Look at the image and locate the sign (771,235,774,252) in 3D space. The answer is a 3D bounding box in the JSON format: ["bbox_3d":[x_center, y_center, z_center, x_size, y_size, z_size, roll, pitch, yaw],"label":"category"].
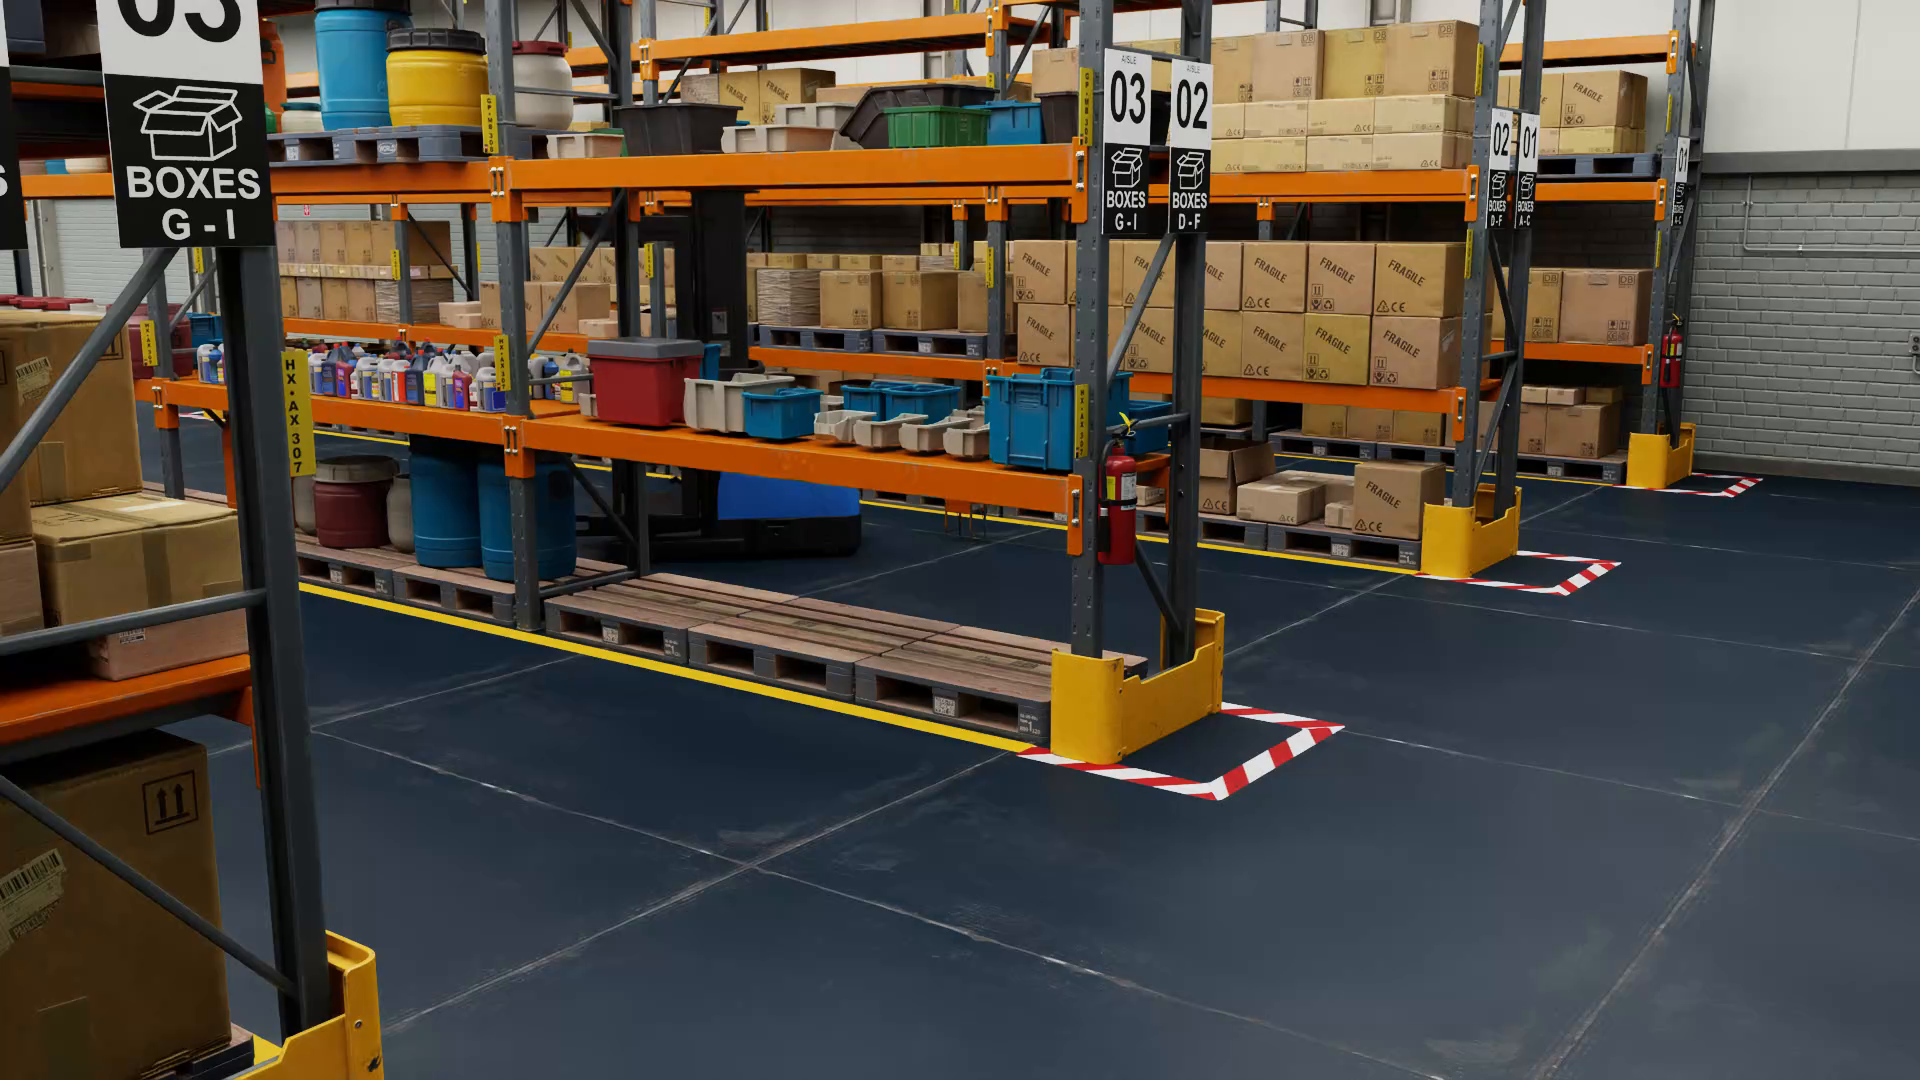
[{"bbox_3d":[-2.624,-4.059,23.063,0.005,0.325,0.100,8,13,36],"label":"sign"}]

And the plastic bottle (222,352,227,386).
[{"bbox_3d":[-5.194,-1.239,11.844,0.133,0.283,0.061,8,13,36],"label":"plastic bottle"}]

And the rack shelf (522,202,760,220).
[{"bbox_3d":[-4.561,-4.749,23.678,4.000,0.370,1.077,8,13,36],"label":"rack shelf"}]

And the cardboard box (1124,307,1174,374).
[{"bbox_3d":[1.636,-1.583,13.052,0.500,0.500,0.500,8,13,35],"label":"cardboard box"}]

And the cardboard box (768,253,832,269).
[{"bbox_3d":[-2.113,-3.544,22.027,0.500,0.500,0.700,10,15,41],"label":"cardboard box"}]

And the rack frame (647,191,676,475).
[{"bbox_3d":[-2.654,-2.196,16.485,0.127,3.000,1.000,8,13,36],"label":"rack frame"}]

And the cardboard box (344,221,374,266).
[{"bbox_3d":[-6.648,-3.438,19.223,0.500,0.500,0.700,8,13,35],"label":"cardboard box"}]

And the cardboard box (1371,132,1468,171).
[{"bbox_3d":[3.223,-2.713,11.655,0.500,0.250,0.500,8,13,36],"label":"cardboard box"}]

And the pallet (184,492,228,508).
[{"bbox_3d":[-6.191,-0.162,13.313,1.213,0.211,1.003,8,13,36],"label":"pallet"}]

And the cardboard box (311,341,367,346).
[{"bbox_3d":[-7.679,-2.195,20.639,0.500,0.500,0.500,8,13,36],"label":"cardboard box"}]

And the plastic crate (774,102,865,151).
[{"bbox_3d":[-0.745,-2.250,9.177,0.530,0.282,0.437,8,13,36],"label":"plastic crate"}]

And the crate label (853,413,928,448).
[{"bbox_3d":[-0.370,-0.565,8.591,0.243,0.136,0.396,8,13,36],"label":"crate label"}]

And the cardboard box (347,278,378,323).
[{"bbox_3d":[-6.669,-2.802,19.355,0.500,0.500,0.700,8,13,35],"label":"cardboard box"}]

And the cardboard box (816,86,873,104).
[{"bbox_3d":[-0.870,-3.741,14.941,0.600,0.600,0.600,7,13,33],"label":"cardboard box"}]

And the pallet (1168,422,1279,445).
[{"bbox_3d":[2.832,-1.212,18.736,1.213,0.211,1.003,8,13,36],"label":"pallet"}]

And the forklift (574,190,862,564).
[{"bbox_3d":[-2.296,-1.369,12.391,3.031,2.935,1.130,-2,11,-8],"label":"forklift"}]

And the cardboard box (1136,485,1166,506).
[{"bbox_3d":[1.483,-0.396,13.478,0.250,0.166,0.380,8,13,36],"label":"cardboard box"}]

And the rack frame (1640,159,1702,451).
[{"bbox_3d":[6.723,-2.056,15.758,0.127,3.000,1.000,8,13,36],"label":"rack frame"}]

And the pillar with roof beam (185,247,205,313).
[{"bbox_3d":[-17.317,-7.544,28.331,0.548,9.000,9.100,8,13,36],"label":"pillar with roof beam"}]

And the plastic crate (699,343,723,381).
[{"bbox_3d":[-1.787,-1.010,10.238,0.575,0.384,0.392,8,13,36],"label":"plastic crate"}]

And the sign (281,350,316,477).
[{"bbox_3d":[-1.740,-0.329,4.345,0.005,0.325,0.100,8,13,36],"label":"sign"}]

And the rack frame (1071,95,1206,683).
[{"bbox_3d":[0.859,-0.539,7.919,0.127,3.000,1.000,8,13,36],"label":"rack frame"}]

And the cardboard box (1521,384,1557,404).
[{"bbox_3d":[5.682,-1.432,16.300,0.250,0.149,0.380,8,14,37],"label":"cardboard box"}]

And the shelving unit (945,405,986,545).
[{"bbox_3d":[0.043,-0.509,12.899,0.252,1.050,0.215,8,13,36],"label":"shelving unit"}]

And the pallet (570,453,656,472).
[{"bbox_3d":[-3.295,-0.926,17.259,1.213,0.211,1.003,8,13,36],"label":"pallet"}]

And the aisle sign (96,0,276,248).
[{"bbox_3d":[-1.837,-1.095,3.948,0.004,0.787,0.394,8,13,36],"label":"aisle sign"}]

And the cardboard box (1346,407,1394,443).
[{"bbox_3d":[4.444,-1.328,17.470,0.500,0.500,0.700,8,13,35],"label":"cardboard box"}]

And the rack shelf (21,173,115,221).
[{"bbox_3d":[-7.201,-2.783,13.513,4.000,0.370,1.077,8,13,36],"label":"rack shelf"}]

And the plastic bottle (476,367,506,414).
[{"bbox_3d":[-2.874,-0.923,10.228,0.135,0.276,0.152,8,13,36],"label":"plastic bottle"}]

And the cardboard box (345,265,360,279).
[{"bbox_3d":[-6.847,-3.098,19.174,0.250,0.149,0.380,8,13,35],"label":"cardboard box"}]

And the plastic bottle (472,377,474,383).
[{"bbox_3d":[-3.056,-0.919,10.407,0.097,0.201,0.097,0,11,0],"label":"plastic bottle"}]

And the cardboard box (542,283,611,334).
[{"bbox_3d":[-4.017,-2.432,17.438,0.500,0.500,0.500,7,13,33],"label":"cardboard box"}]

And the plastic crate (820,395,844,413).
[{"bbox_3d":[-0.784,-0.739,9.488,0.466,0.136,0.293,8,13,36],"label":"plastic crate"}]

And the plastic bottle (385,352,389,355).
[{"bbox_3d":[-4.090,-1.272,12.017,0.133,0.283,0.061,8,13,36],"label":"plastic bottle"}]

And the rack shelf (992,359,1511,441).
[{"bbox_3d":[2.182,-1.169,13.067,4.000,0.370,1.077,8,13,36],"label":"rack shelf"}]

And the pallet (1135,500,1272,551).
[{"bbox_3d":[2.110,-0.163,13.317,1.213,0.211,1.003,8,13,36],"label":"pallet"}]

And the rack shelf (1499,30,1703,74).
[{"bbox_3d":[5.111,-4.676,16.457,4.000,0.370,1.077,8,13,36],"label":"rack shelf"}]

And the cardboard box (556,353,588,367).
[{"bbox_3d":[-5.669,-2.659,24.797,0.500,0.311,0.500,6,13,29],"label":"cardboard box"}]

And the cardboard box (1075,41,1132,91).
[{"bbox_3d":[1.303,-3.633,13.116,0.500,0.500,0.700,8,13,36],"label":"cardboard box"}]

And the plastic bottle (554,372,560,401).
[{"bbox_3d":[-2.620,-1.023,10.943,0.097,0.201,0.097,0,11,0],"label":"plastic bottle"}]

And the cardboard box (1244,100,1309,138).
[{"bbox_3d":[2.425,-3.073,12.199,0.500,0.250,0.500,8,13,36],"label":"cardboard box"}]

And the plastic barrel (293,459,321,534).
[{"bbox_3d":[-4.677,-0.321,12.236,0.421,0.512,0.421,0,11,0],"label":"plastic barrel"}]

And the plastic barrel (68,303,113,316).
[{"bbox_3d":[-6.884,-1.624,13.231,0.421,0.512,0.421,0,11,0],"label":"plastic barrel"}]

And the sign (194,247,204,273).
[{"bbox_3d":[-9.436,-3.475,20.609,0.005,0.325,0.100,8,13,36],"label":"sign"}]

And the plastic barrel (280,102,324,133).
[{"bbox_3d":[-4.638,-2.951,11.749,0.301,0.262,0.301,0,11,0],"label":"plastic barrel"}]

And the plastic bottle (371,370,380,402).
[{"bbox_3d":[-3.793,-1.008,10.865,0.097,0.201,0.097,0,11,0],"label":"plastic bottle"}]

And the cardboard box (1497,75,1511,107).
[{"bbox_3d":[5.149,-4.234,16.172,0.500,0.500,0.500,7,13,33],"label":"cardboard box"}]

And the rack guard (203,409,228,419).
[{"bbox_3d":[-9.122,-1.871,21.386,0.348,0.500,1.175,8,13,36],"label":"rack guard"}]

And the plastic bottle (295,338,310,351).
[{"bbox_3d":[-5.011,-1.401,12.681,0.133,0.283,0.061,8,13,36],"label":"plastic bottle"}]

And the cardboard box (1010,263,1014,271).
[{"bbox_3d":[0.931,-3.006,19.571,0.500,0.500,0.500,9,14,37],"label":"cardboard box"}]

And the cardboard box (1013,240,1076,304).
[{"bbox_3d":[0.783,-2.191,13.560,0.500,0.500,0.500,8,14,37],"label":"cardboard box"}]

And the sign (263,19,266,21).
[{"bbox_3d":[-8.770,-6.620,20.889,0.005,0.325,0.100,8,13,36],"label":"sign"}]

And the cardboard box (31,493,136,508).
[{"bbox_3d":[-2.723,-0.006,4.775,0.500,0.250,0.500,8,13,35],"label":"cardboard box"}]
